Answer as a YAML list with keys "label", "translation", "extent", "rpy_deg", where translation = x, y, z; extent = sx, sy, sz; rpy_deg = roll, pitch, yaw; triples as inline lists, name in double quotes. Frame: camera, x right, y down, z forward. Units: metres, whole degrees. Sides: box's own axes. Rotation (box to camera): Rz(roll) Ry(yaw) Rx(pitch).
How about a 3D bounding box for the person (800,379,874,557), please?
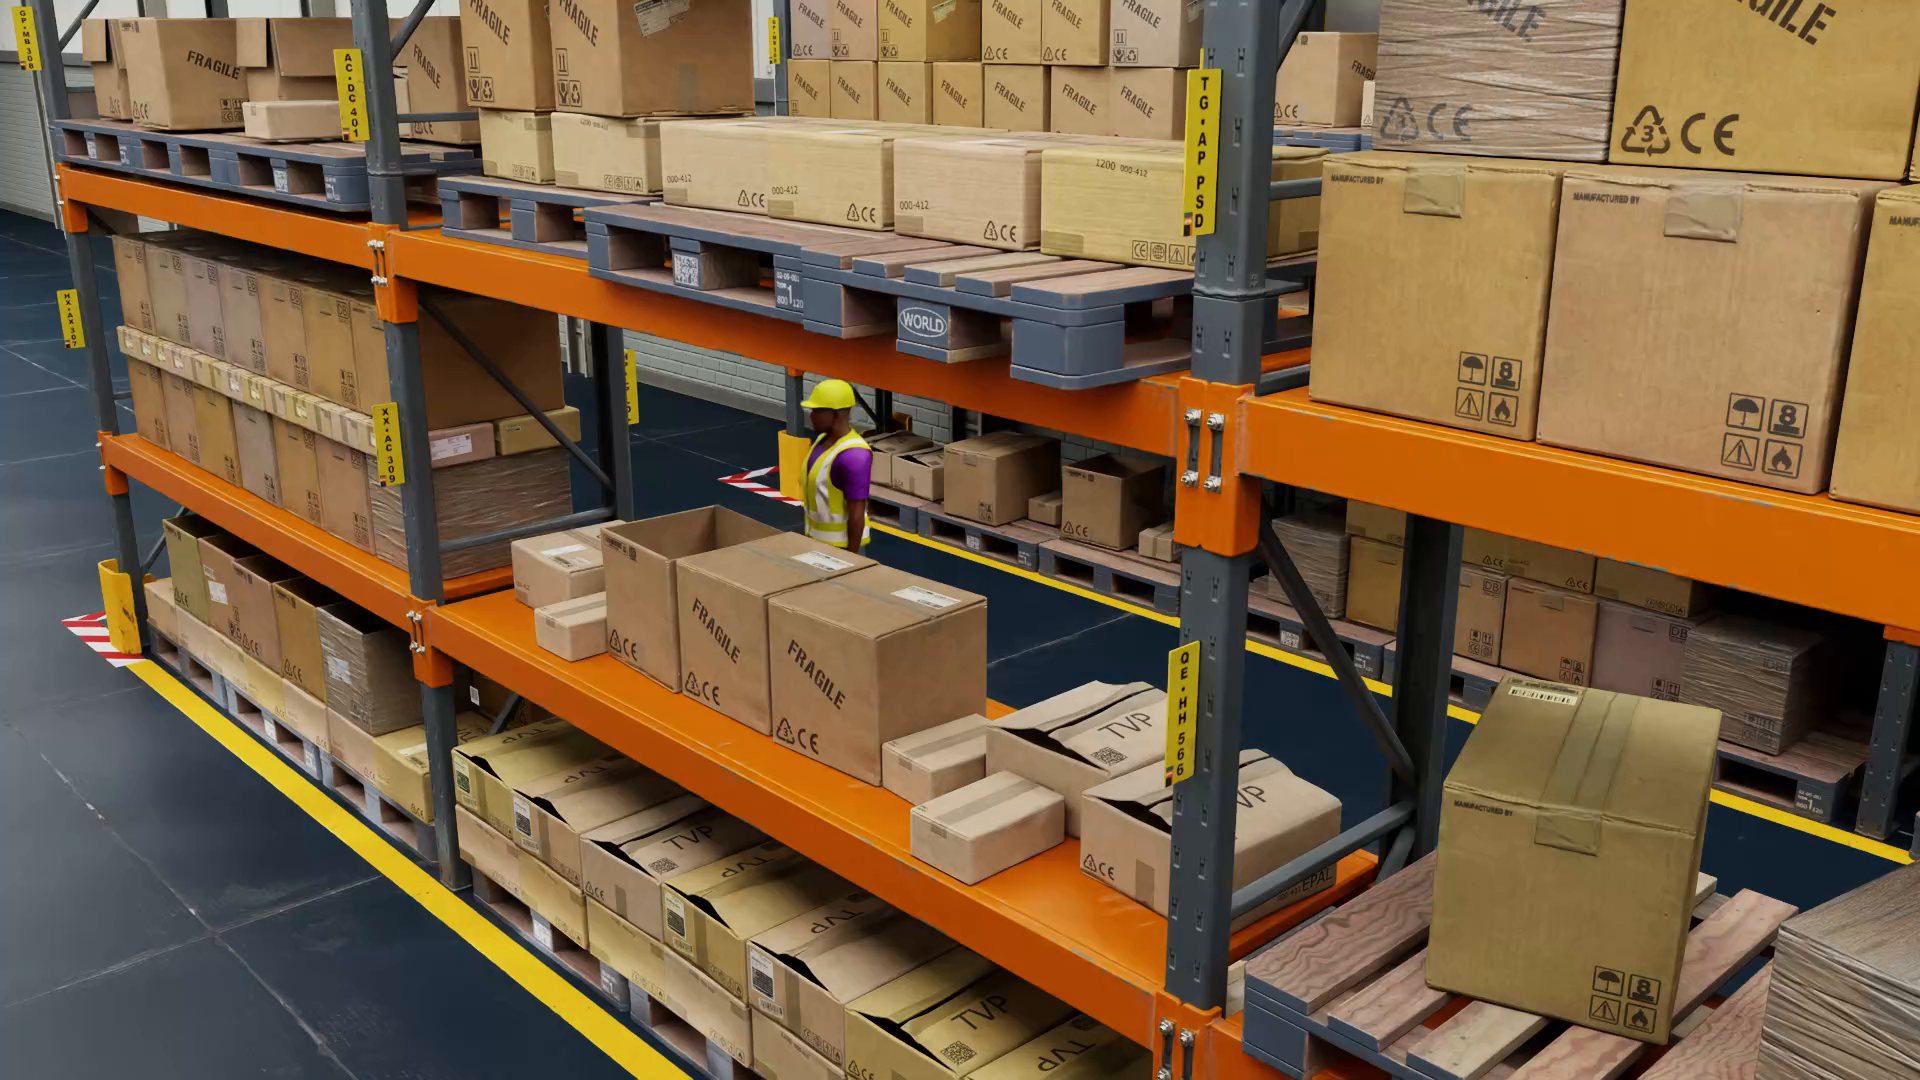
- label: "person"
  translation: [-0.780, 0.018, 8.944]
  extent: [0.633, 1.763, 0.570]
  rpy_deg: [-8, 19, -23]
